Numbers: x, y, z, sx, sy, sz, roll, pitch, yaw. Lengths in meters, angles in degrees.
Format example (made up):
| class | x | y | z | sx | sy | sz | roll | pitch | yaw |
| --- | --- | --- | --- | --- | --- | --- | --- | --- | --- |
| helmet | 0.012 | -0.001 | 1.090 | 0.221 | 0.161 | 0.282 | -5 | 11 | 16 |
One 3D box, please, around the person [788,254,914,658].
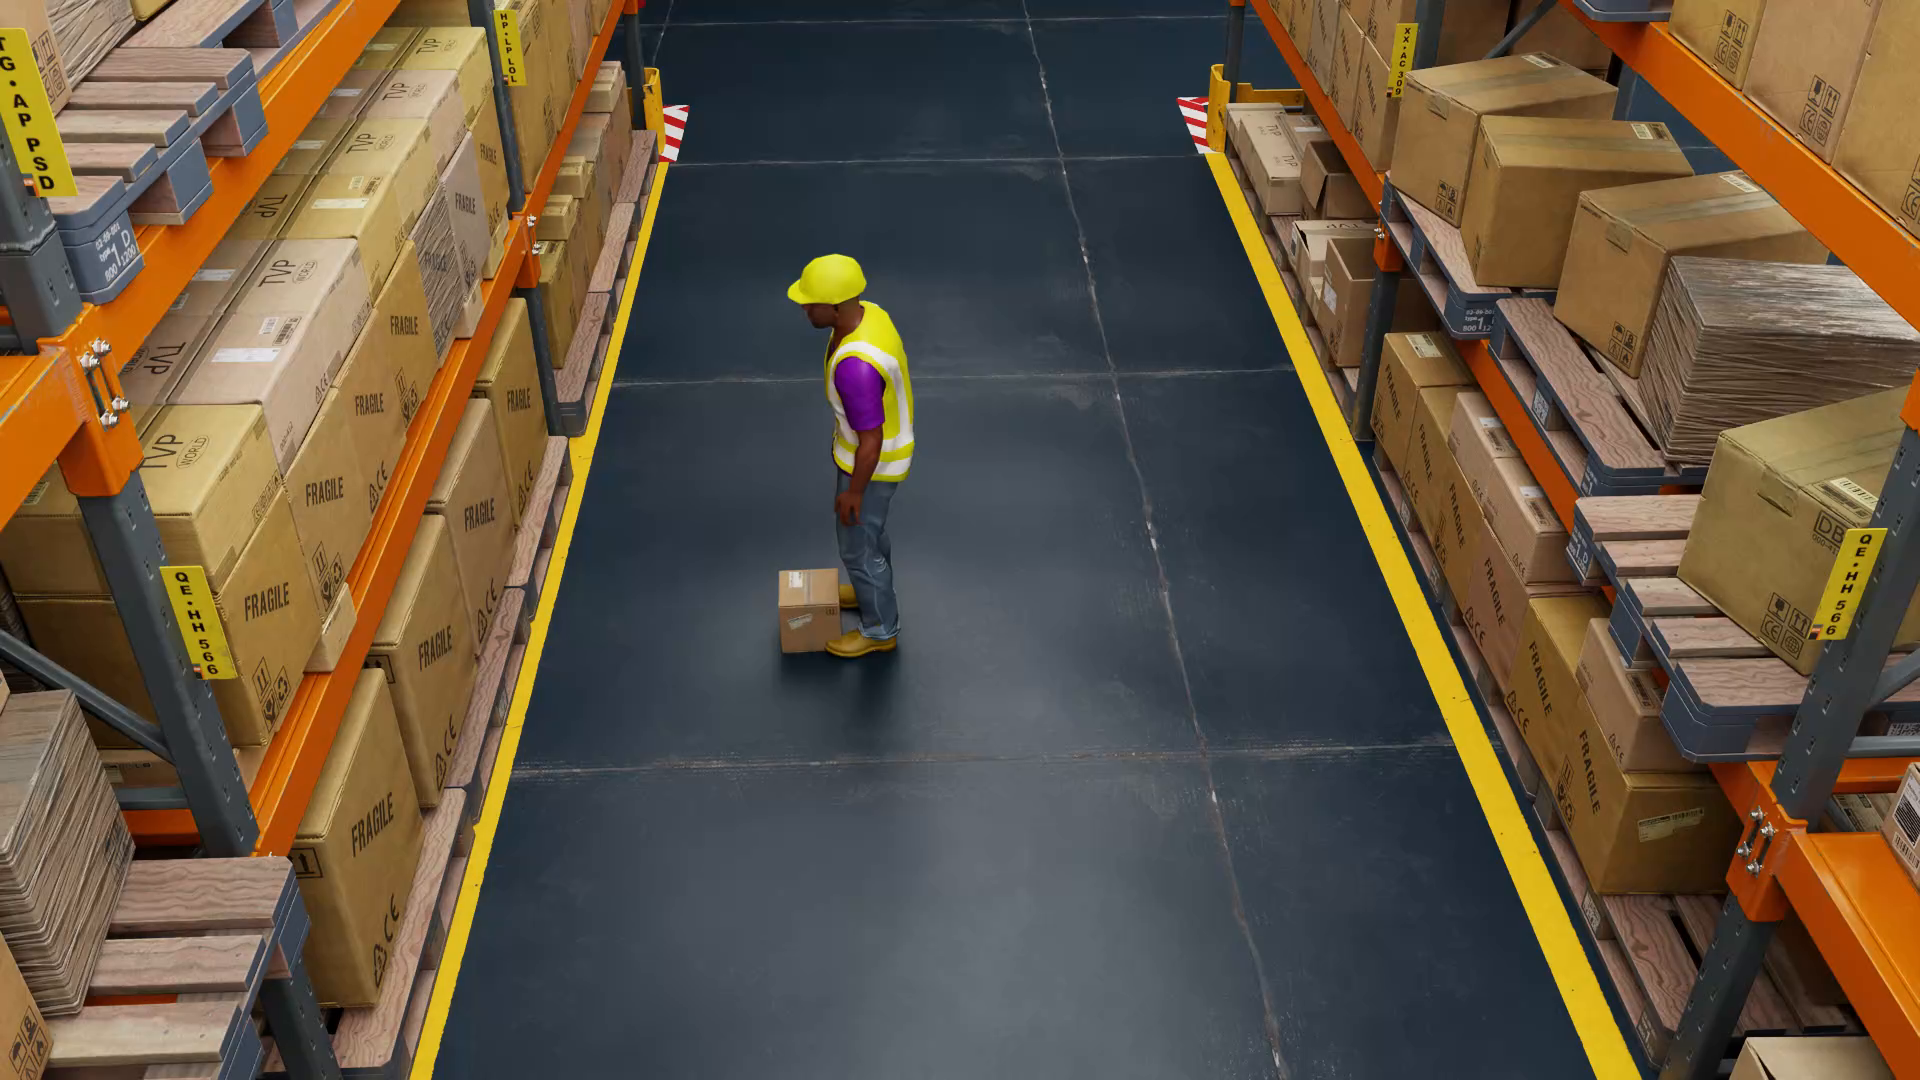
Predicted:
| class | x | y | z | sx | sy | sz | roll | pitch | yaw |
| --- | --- | --- | --- | --- | --- | --- | --- | --- | --- |
| person | -0.409 | -0.334 | 6.605 | 0.459 | 1.761 | 0.626 | -2 | 35 | -2 |
